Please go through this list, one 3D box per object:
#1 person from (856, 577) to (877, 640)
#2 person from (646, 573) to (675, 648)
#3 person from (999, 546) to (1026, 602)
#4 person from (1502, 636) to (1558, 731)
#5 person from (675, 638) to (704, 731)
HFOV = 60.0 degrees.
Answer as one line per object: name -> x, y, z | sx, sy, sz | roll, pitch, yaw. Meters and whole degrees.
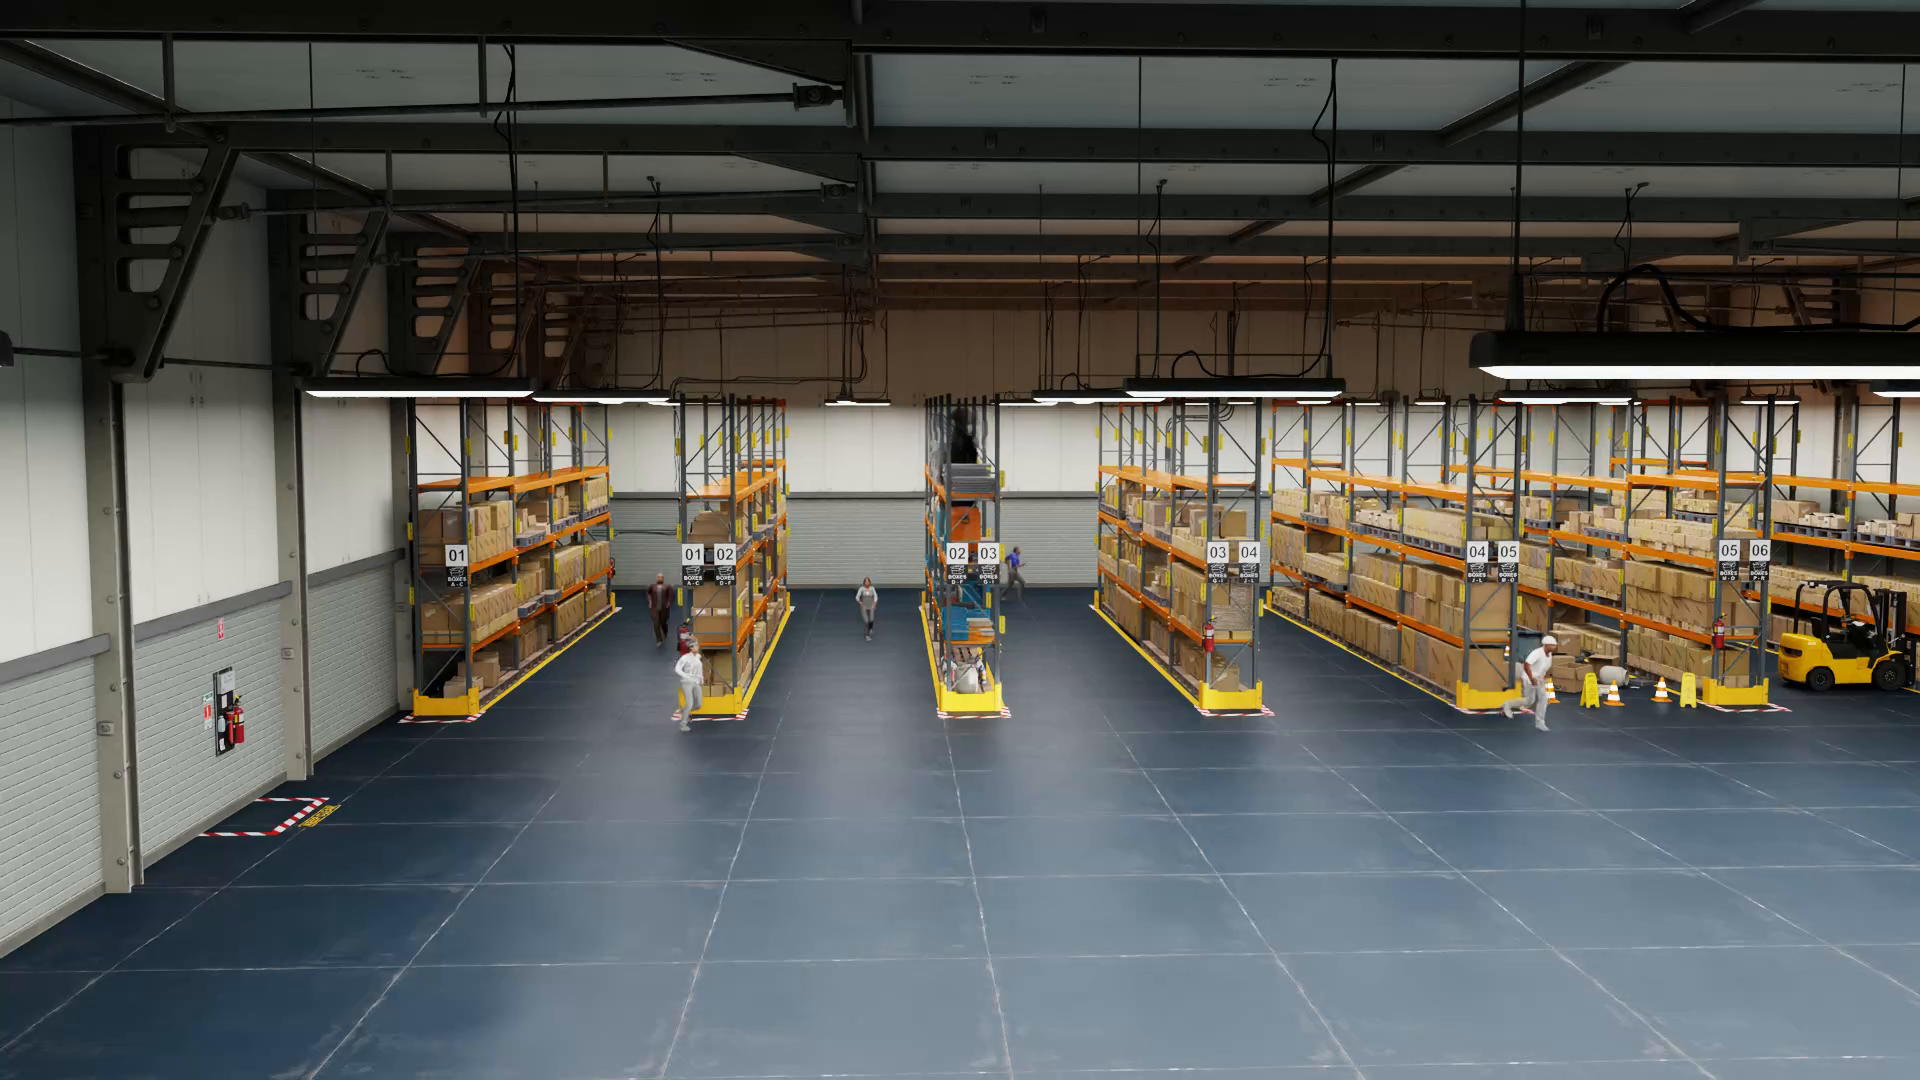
person -> -2.299, 1.699, 41.096 | 0.542, 1.563, 0.533 | -1, 5, -7
person -> -7.261, 1.724, 40.257 | 0.711, 1.679, 0.880 | 0, 5, -3
person -> 1.551, 1.024, 49.202 | 0.834, 1.686, 0.599 | 0, 5, 2
person -> 10.237, 2.542, 29.846 | 0.997, 1.710, 0.712 | 4, 6, 40
person -> -4.828, 2.572, 29.839 | 0.510, 1.624, 0.624 | 4, 6, 41
